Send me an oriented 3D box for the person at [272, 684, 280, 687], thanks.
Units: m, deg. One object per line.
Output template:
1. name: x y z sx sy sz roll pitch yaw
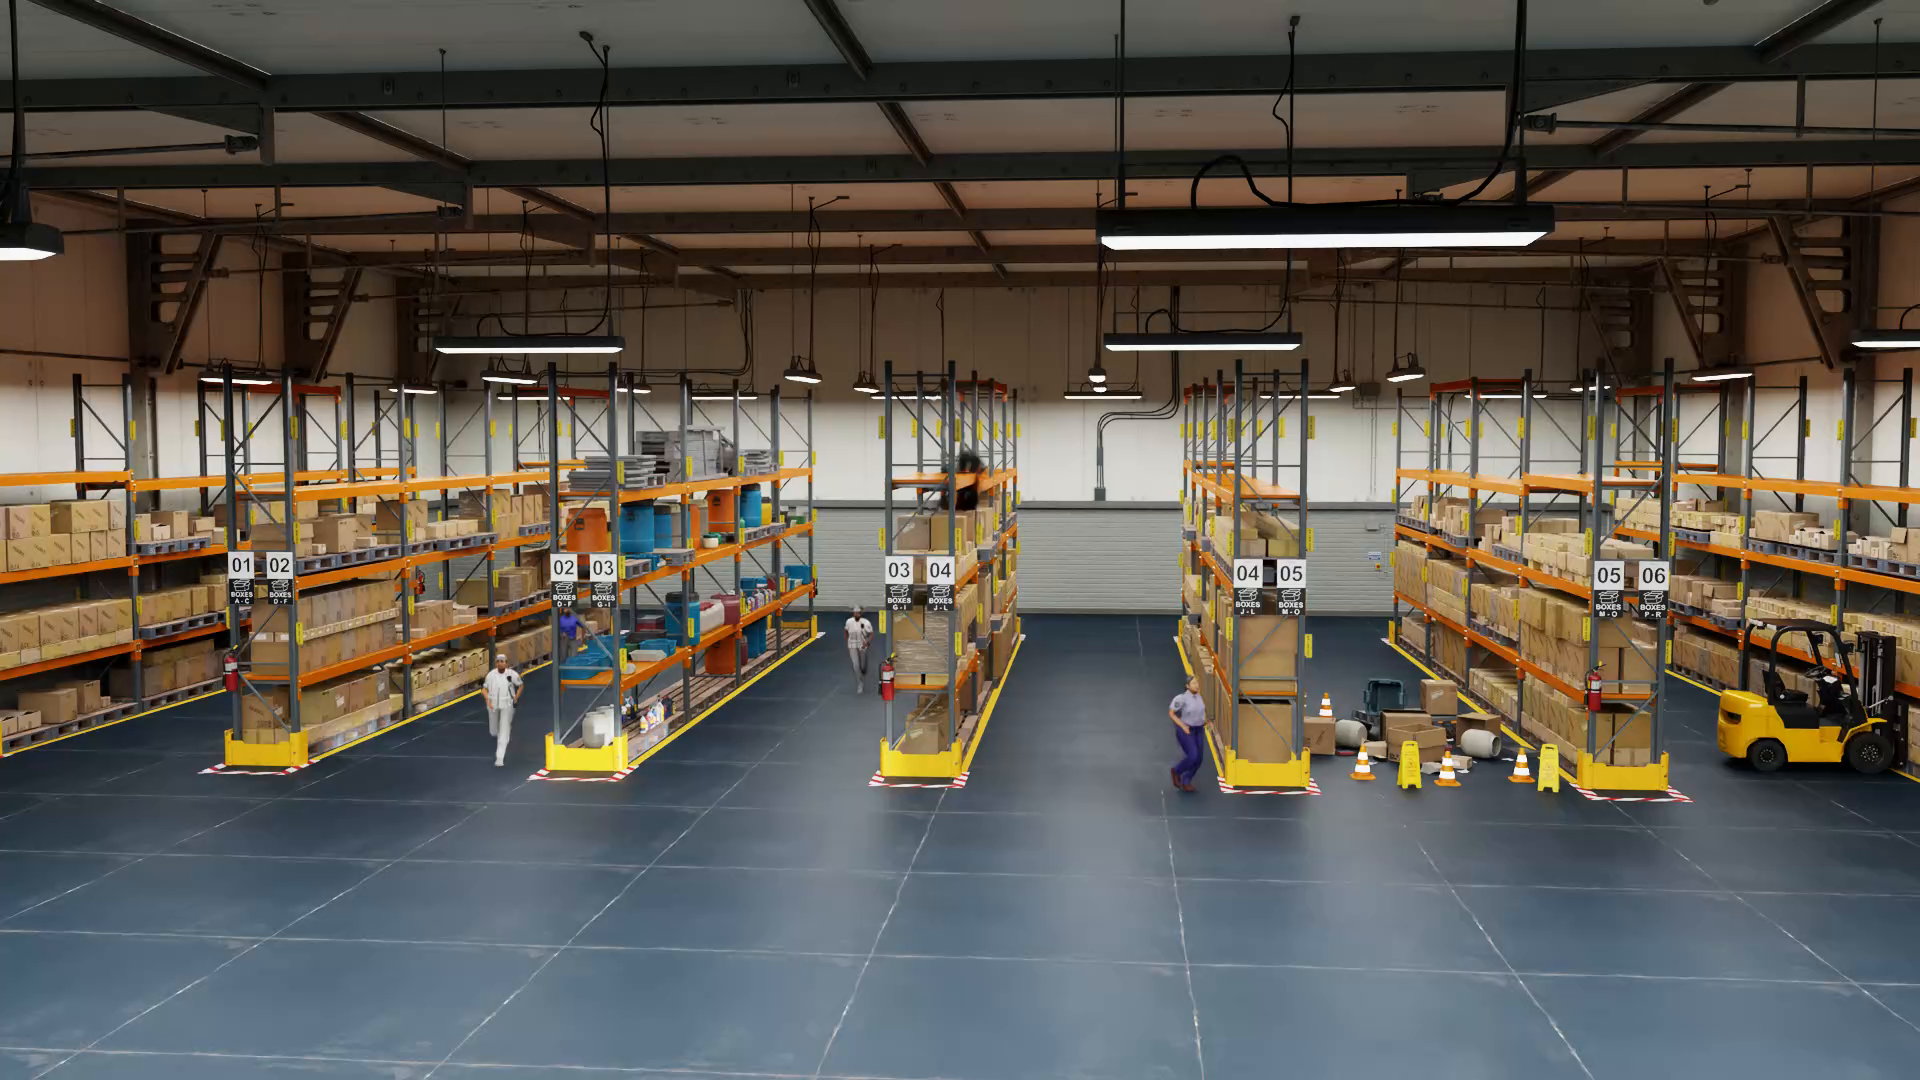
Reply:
1. person: -12.101 2.212 29.694 0.636 1.693 0.961 0 4 2

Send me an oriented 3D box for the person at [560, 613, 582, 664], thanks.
1. person: -7.641 2.142 32.504 0.530 1.426 0.590 0 4 -4

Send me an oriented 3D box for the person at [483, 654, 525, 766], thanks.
1. person: -6.949 2.553 25.260 0.590 1.658 0.953 0 4 4

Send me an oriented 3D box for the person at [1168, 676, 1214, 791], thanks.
1. person: 3.219 2.684 23.037 0.581 1.602 0.536 -3 5 -41

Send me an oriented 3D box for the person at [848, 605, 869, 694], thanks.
1. person: -1.952 2.077 32.012 0.412 1.685 0.824 0 4 4
